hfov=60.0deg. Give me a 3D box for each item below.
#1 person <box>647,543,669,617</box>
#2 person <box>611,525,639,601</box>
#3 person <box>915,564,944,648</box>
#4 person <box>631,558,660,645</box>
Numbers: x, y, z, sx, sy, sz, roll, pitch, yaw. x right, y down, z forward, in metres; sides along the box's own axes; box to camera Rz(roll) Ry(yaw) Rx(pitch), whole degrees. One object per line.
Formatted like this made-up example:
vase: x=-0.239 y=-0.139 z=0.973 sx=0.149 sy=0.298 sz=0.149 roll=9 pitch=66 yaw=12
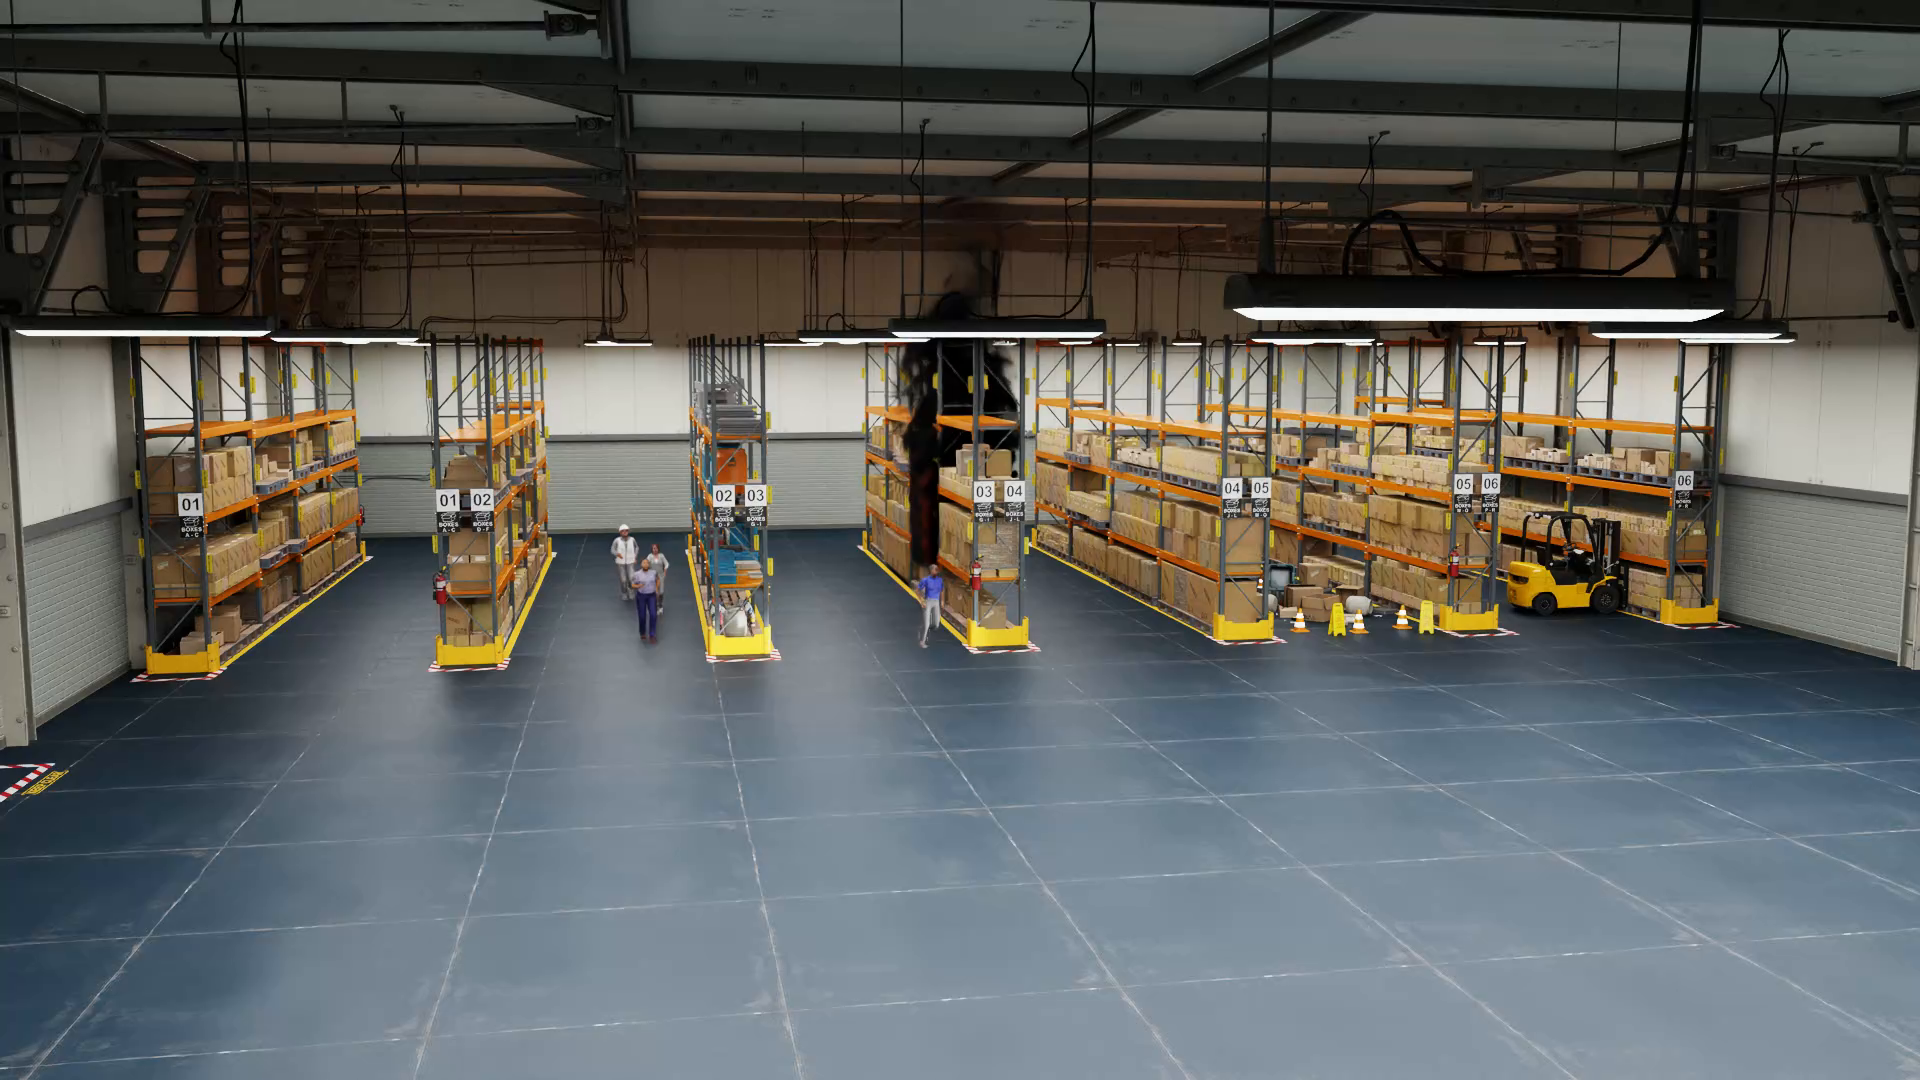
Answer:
person: x=-6.489 y=0.857 z=35.602 sx=0.519 sy=1.582 sz=0.615 roll=-1 pitch=7 yaw=-12
person: x=-7.606 y=0.520 z=37.821 sx=0.640 sy=1.747 sz=0.665 roll=-2 pitch=7 yaw=-16
person: x=-0.561 y=1.262 z=32.138 sx=0.625 sy=1.608 sz=0.524 roll=-3 pitch=7 yaw=-26
person: x=-6.127 y=1.198 z=32.499 sx=0.585 sy=1.688 sz=0.708 roll=-2 pitch=7 yaw=-15
